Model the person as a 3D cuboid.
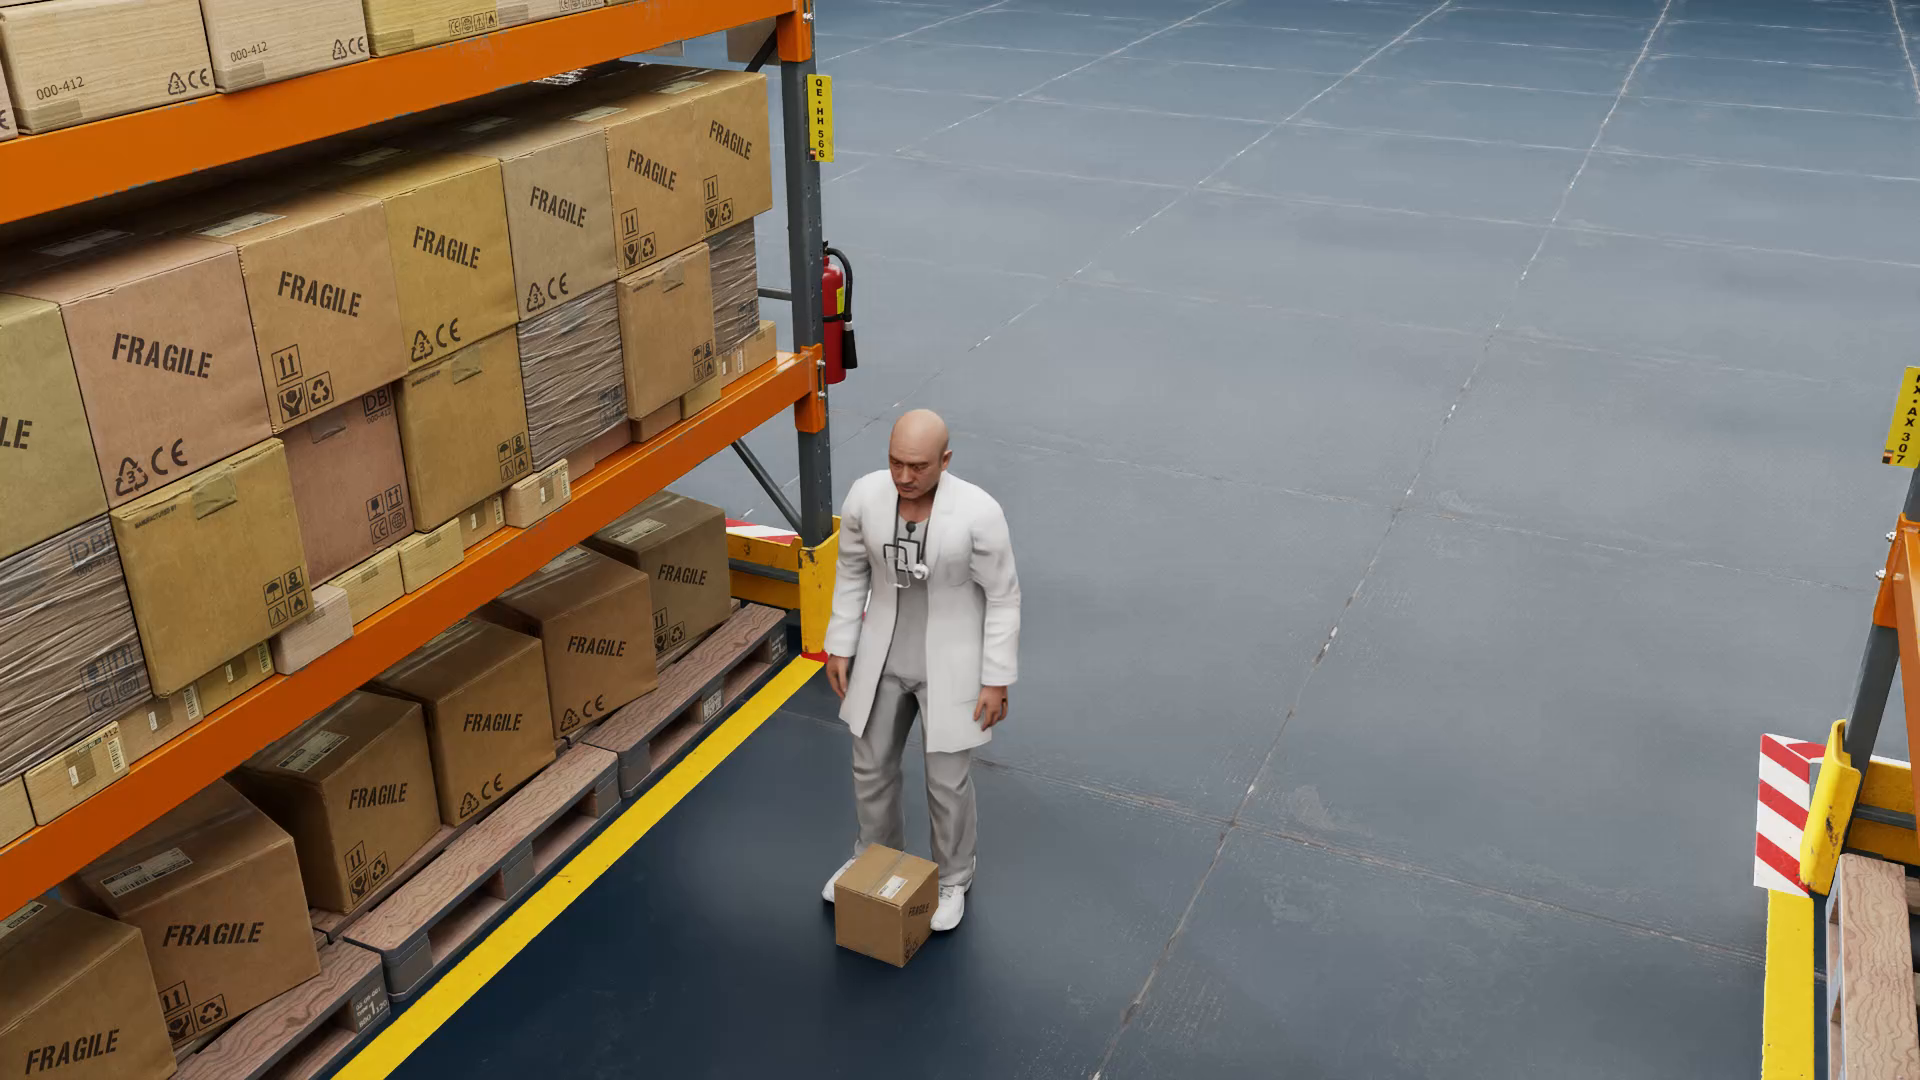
[{"bbox_3d":[-0.124,0.404,5.293,0.655,1.775,0.419,10,27,19],"label":"person"}]
